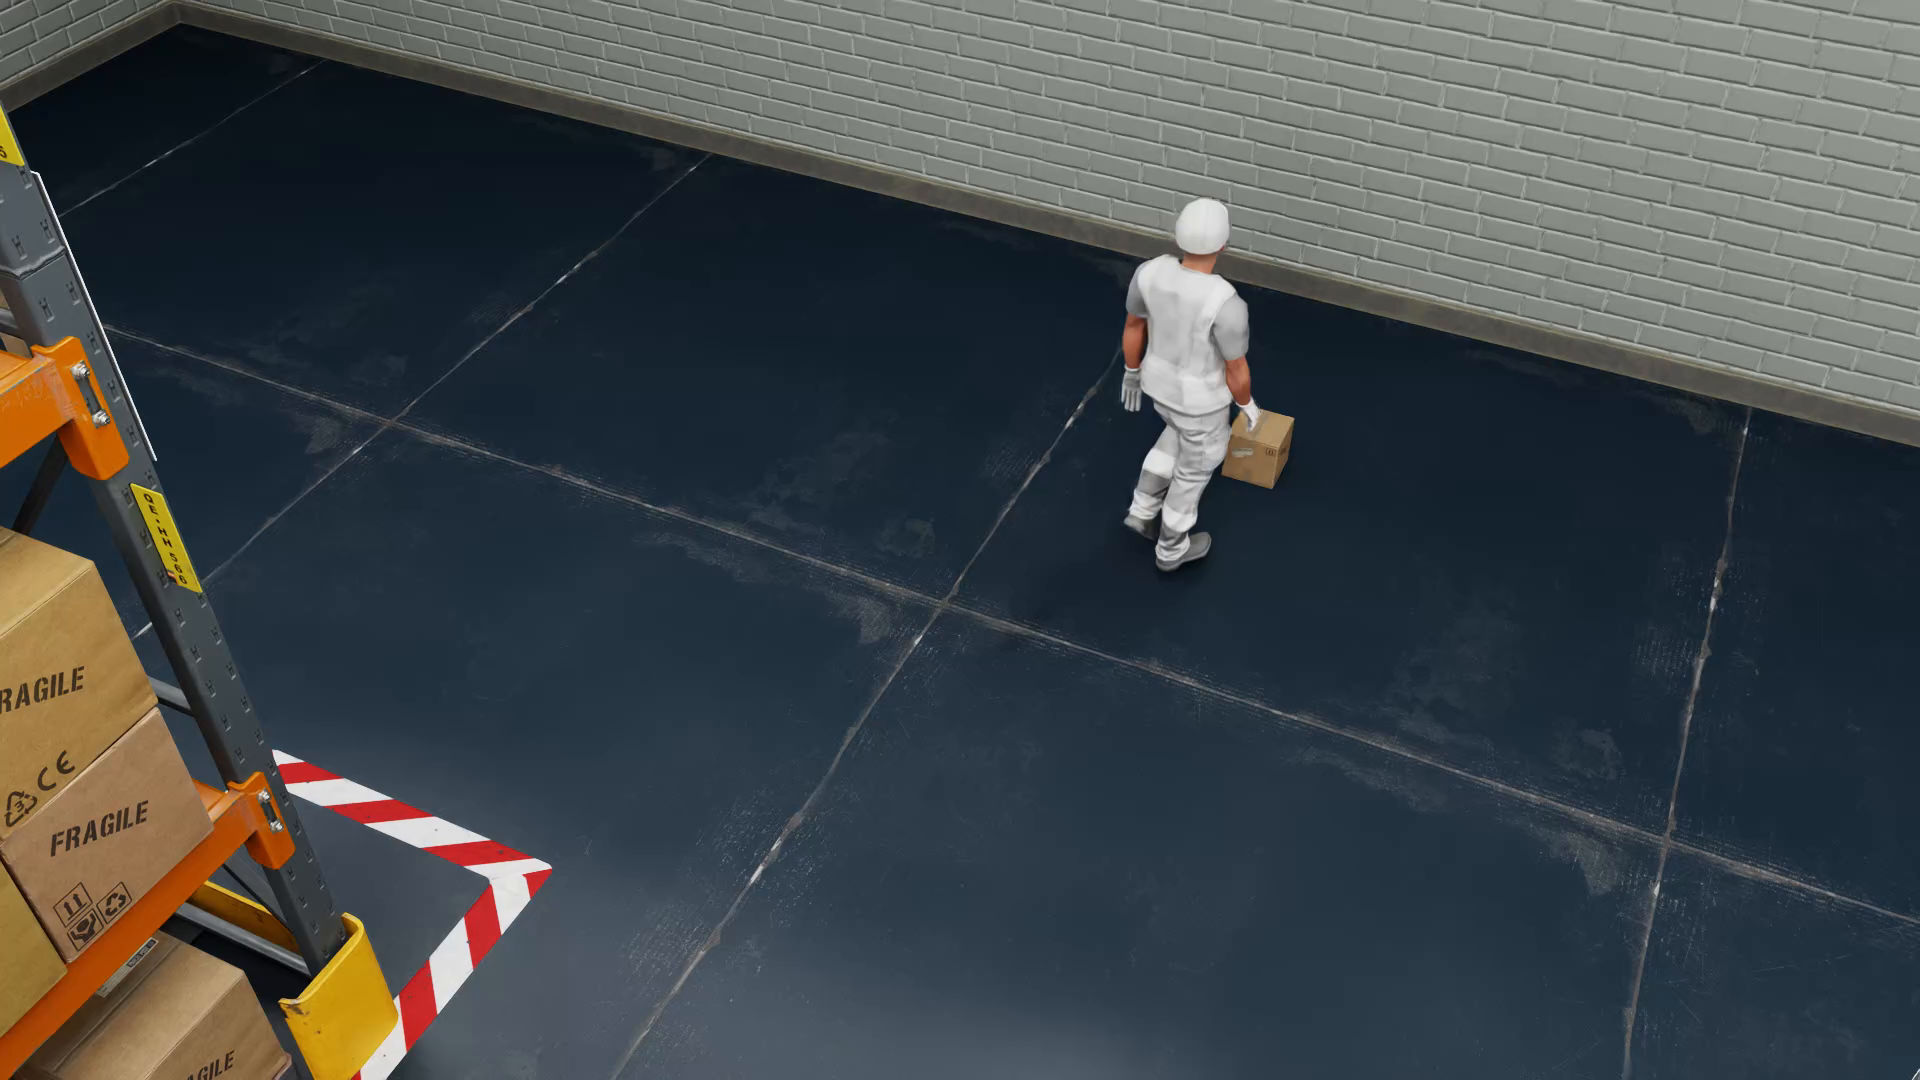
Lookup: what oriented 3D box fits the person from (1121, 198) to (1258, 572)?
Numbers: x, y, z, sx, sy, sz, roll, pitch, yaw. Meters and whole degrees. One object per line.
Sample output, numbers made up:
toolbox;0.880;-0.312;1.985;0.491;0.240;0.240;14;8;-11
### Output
person;0.960;-0.627;6.815;0.449;1.786;0.546;-30;50;-29
